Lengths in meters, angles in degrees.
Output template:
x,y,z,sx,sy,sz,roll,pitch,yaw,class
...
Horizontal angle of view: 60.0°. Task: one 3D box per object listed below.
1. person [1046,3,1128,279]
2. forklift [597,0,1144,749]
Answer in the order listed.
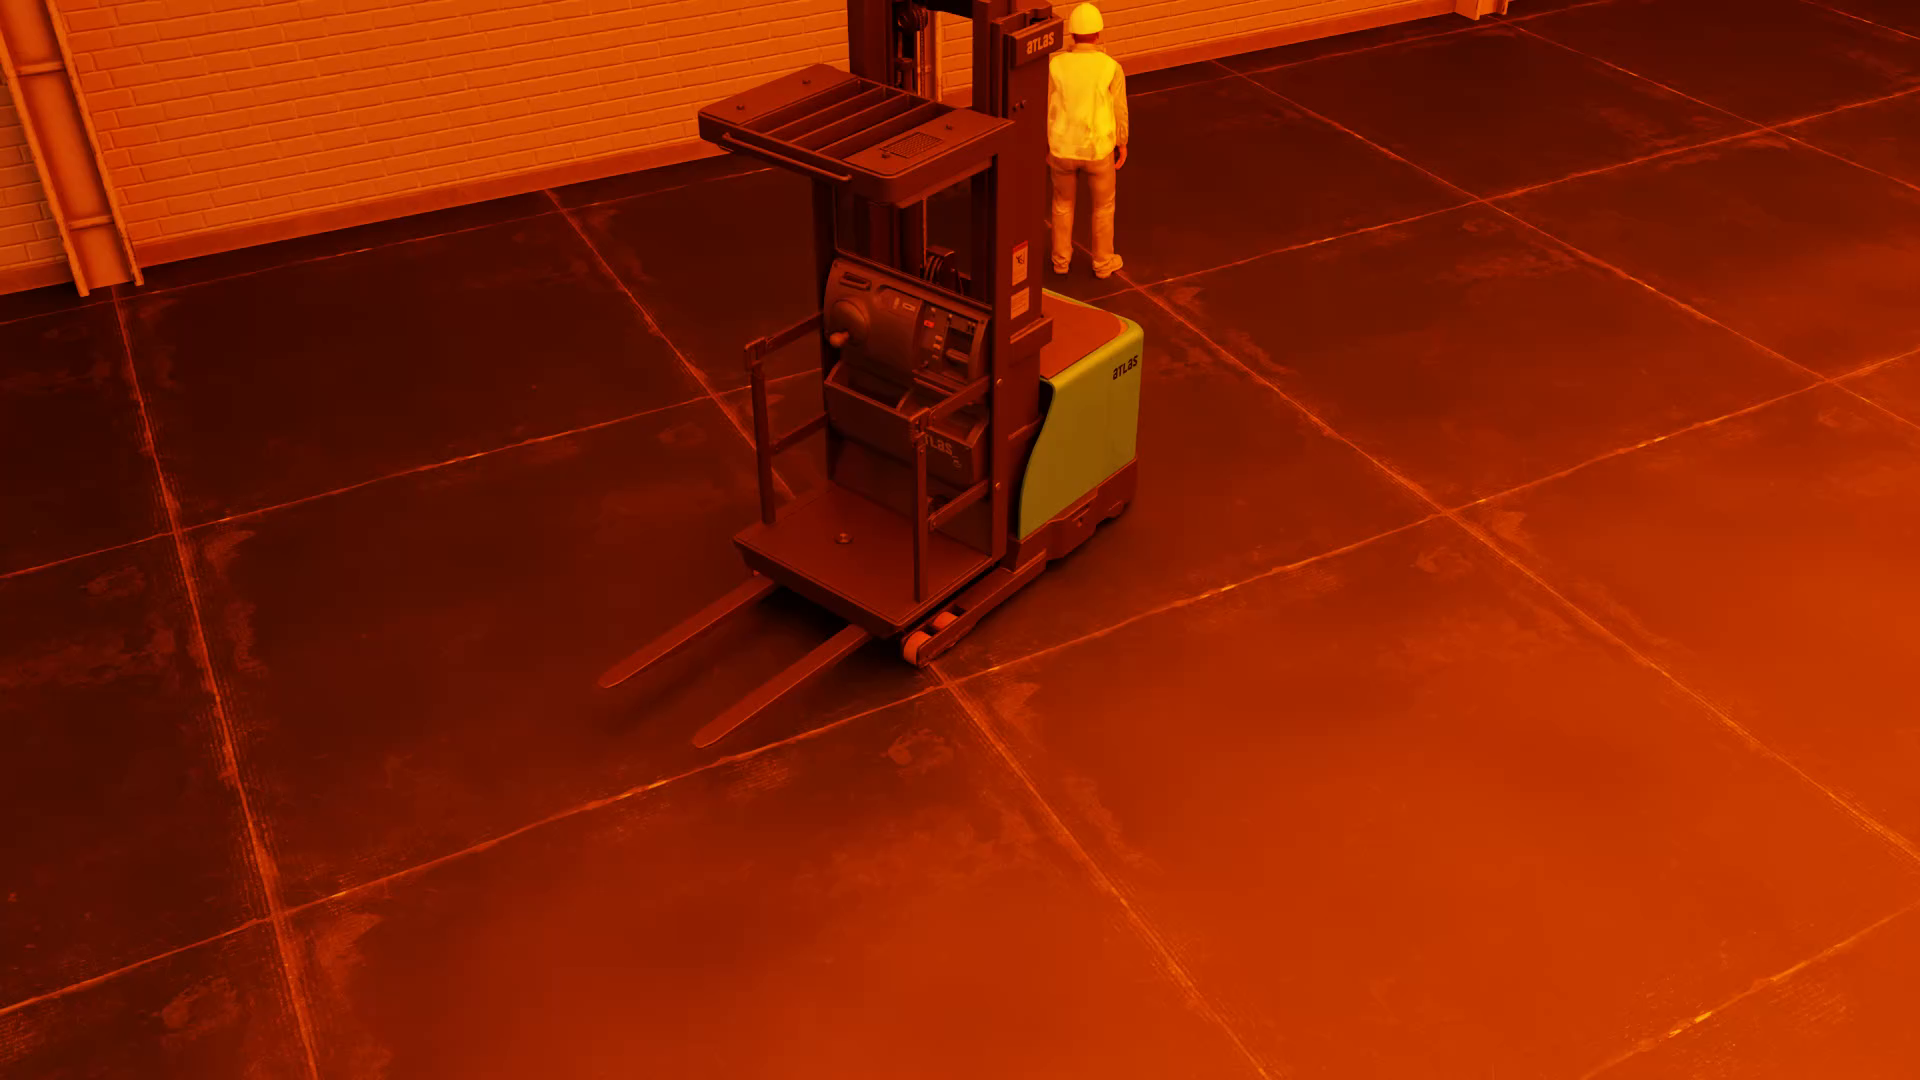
x,y,z,sx,sy,sz,roll,pitch,yaw,class
0.795,-2.557,10.747,0.592,1.771,0.465,7,36,10,person
-0.390,-0.927,7.434,1.130,2.935,3.031,26,43,31,forklift
